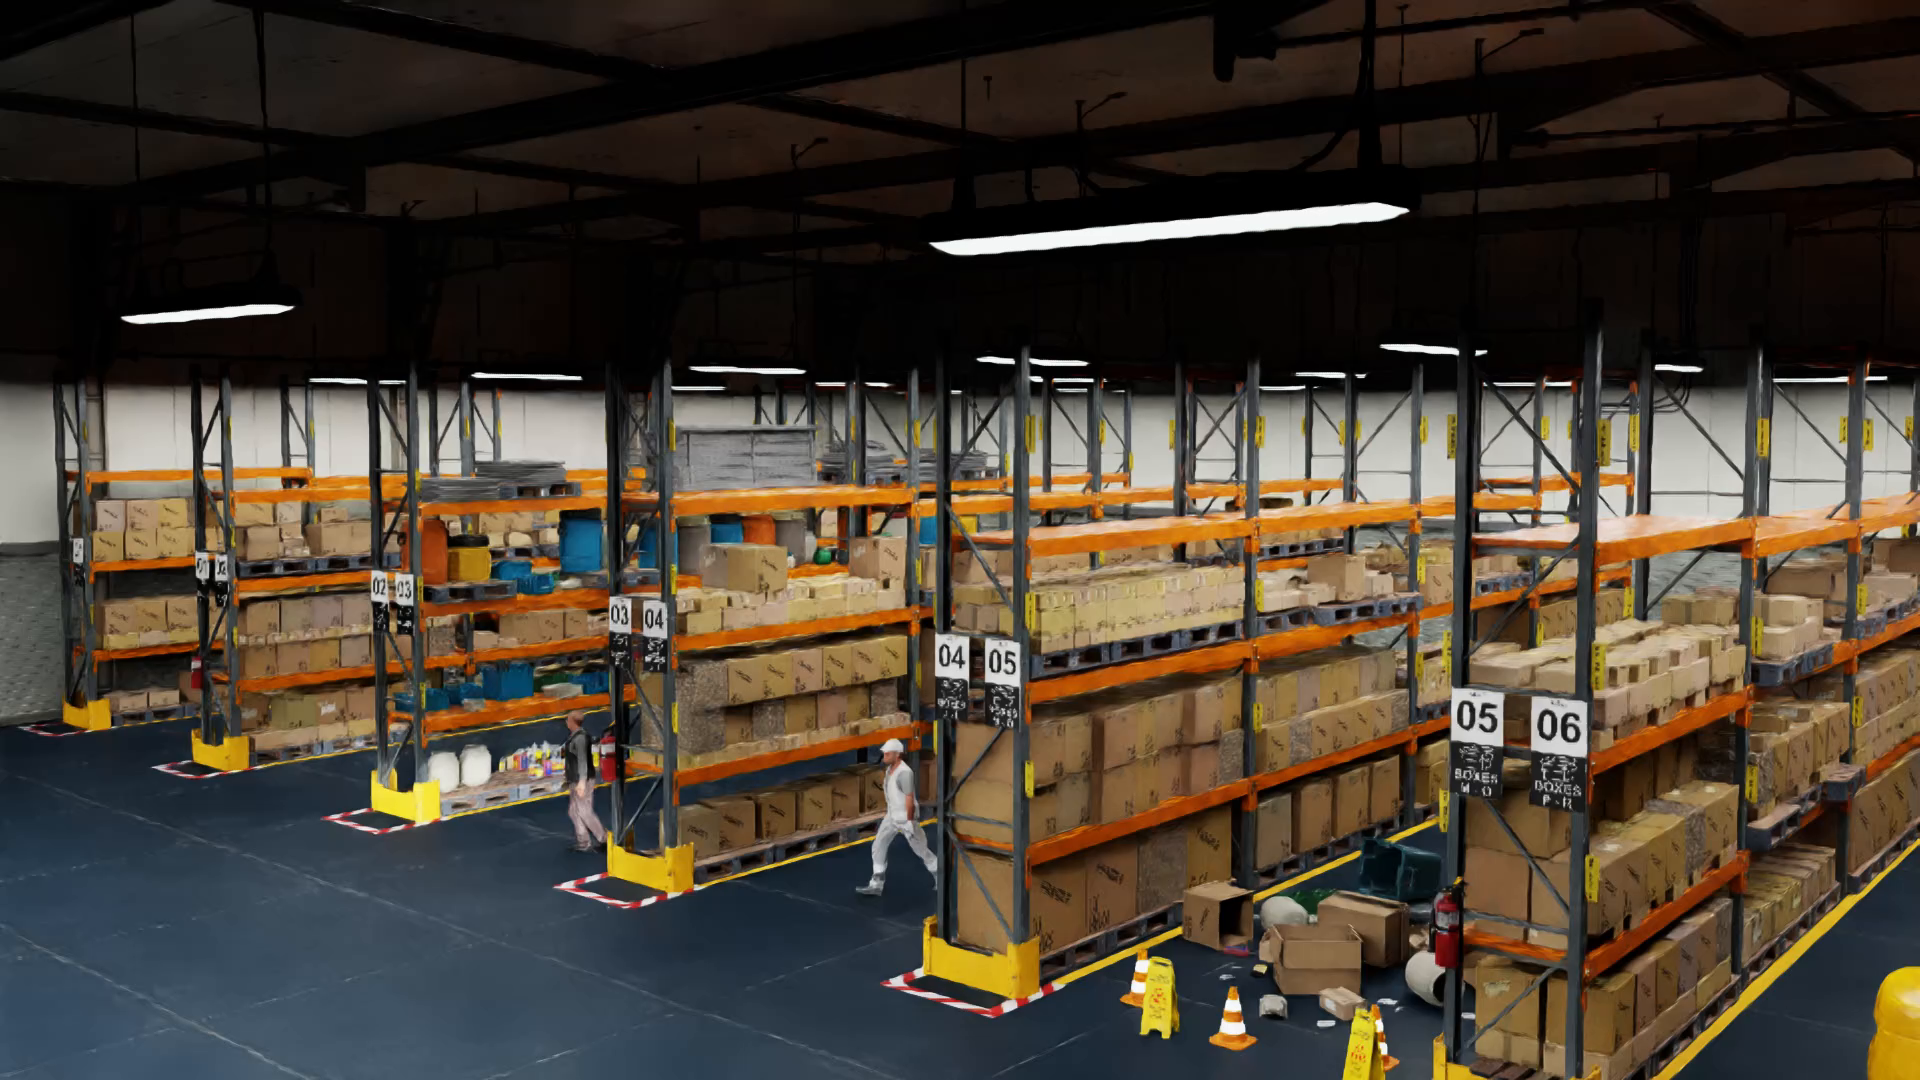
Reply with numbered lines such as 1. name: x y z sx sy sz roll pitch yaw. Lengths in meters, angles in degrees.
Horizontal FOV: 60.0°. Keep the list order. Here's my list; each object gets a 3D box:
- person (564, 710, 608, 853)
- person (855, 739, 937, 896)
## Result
1. person: -4.455 2.881 19.888 0.553 1.708 0.578 -1 4 -13
2. person: -0.614 3.006 18.039 0.988 1.733 0.598 -2 5 -29
